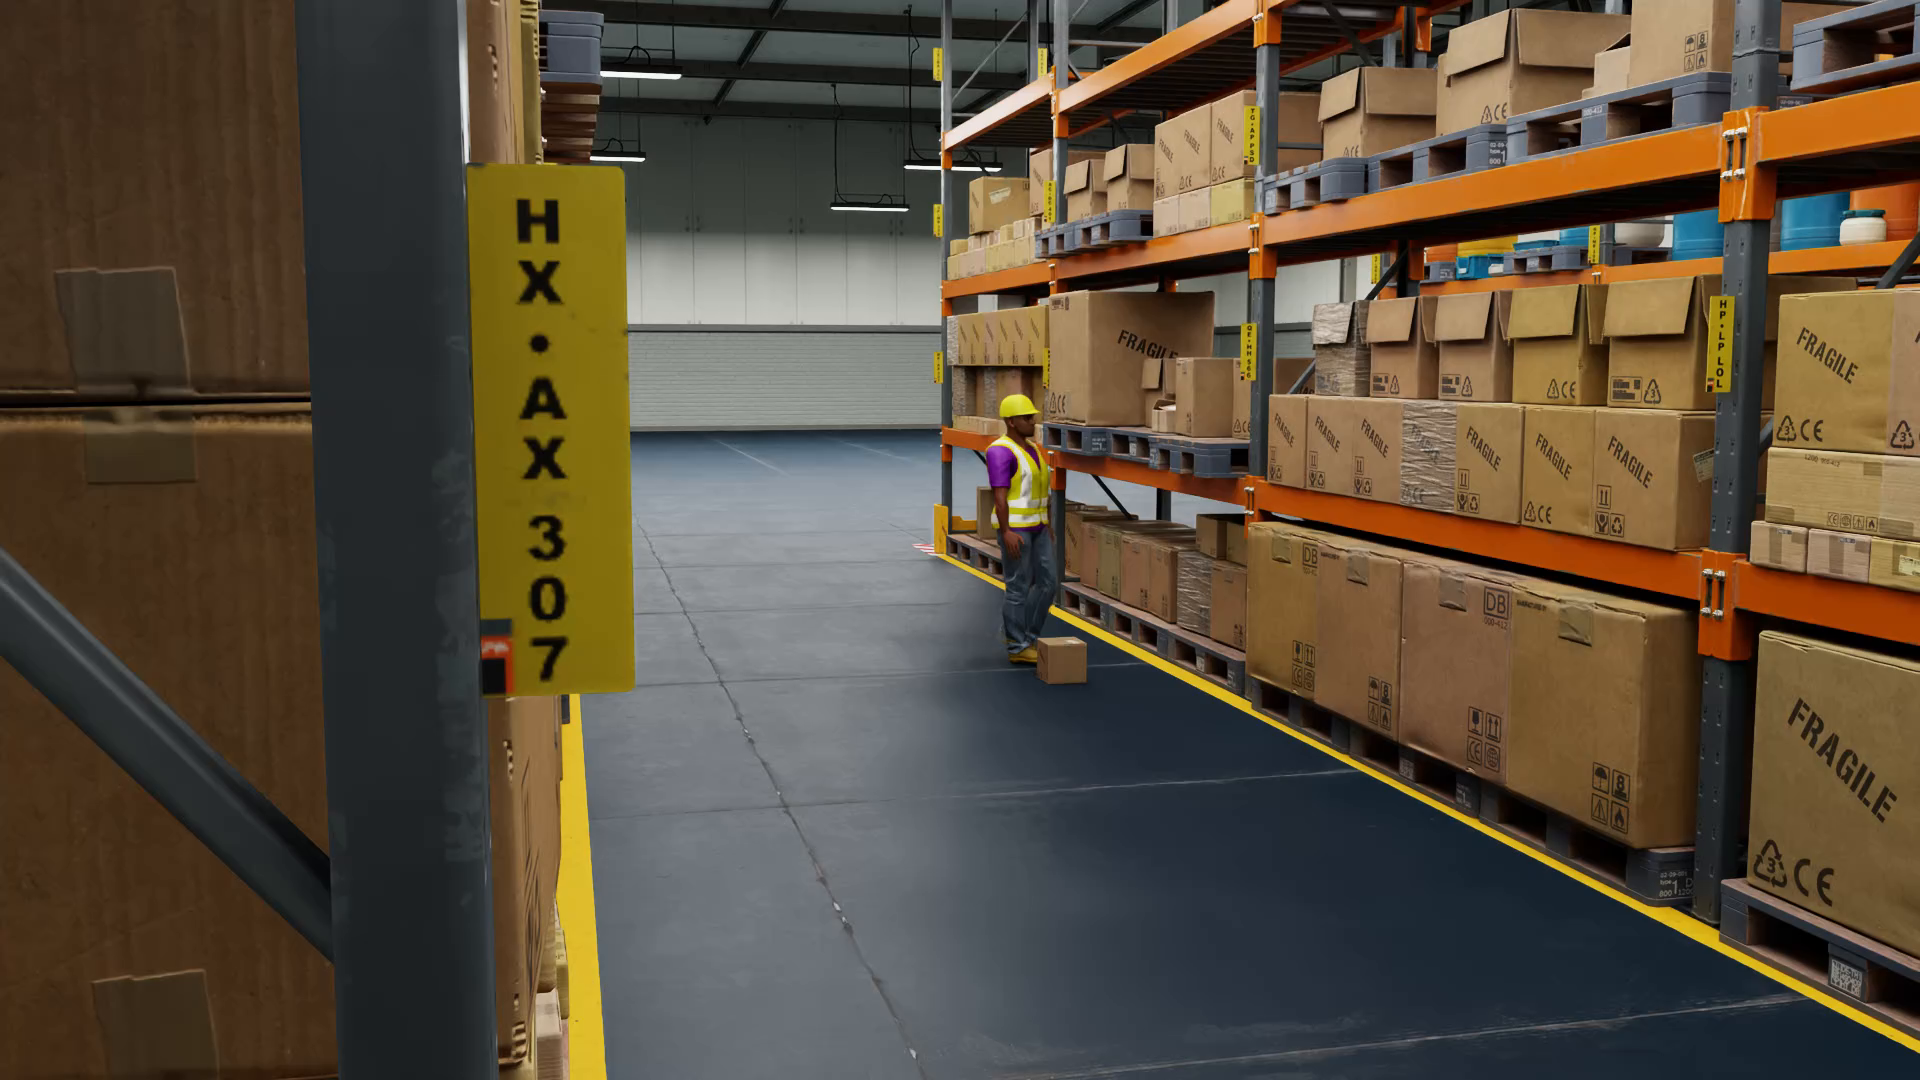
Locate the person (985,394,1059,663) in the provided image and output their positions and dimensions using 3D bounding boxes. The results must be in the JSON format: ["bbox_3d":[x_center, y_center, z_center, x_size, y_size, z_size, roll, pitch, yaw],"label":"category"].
[{"bbox_3d":[0.425,-0.047,10.915,0.414,1.809,0.590,4,7,31],"label":"person"}]
